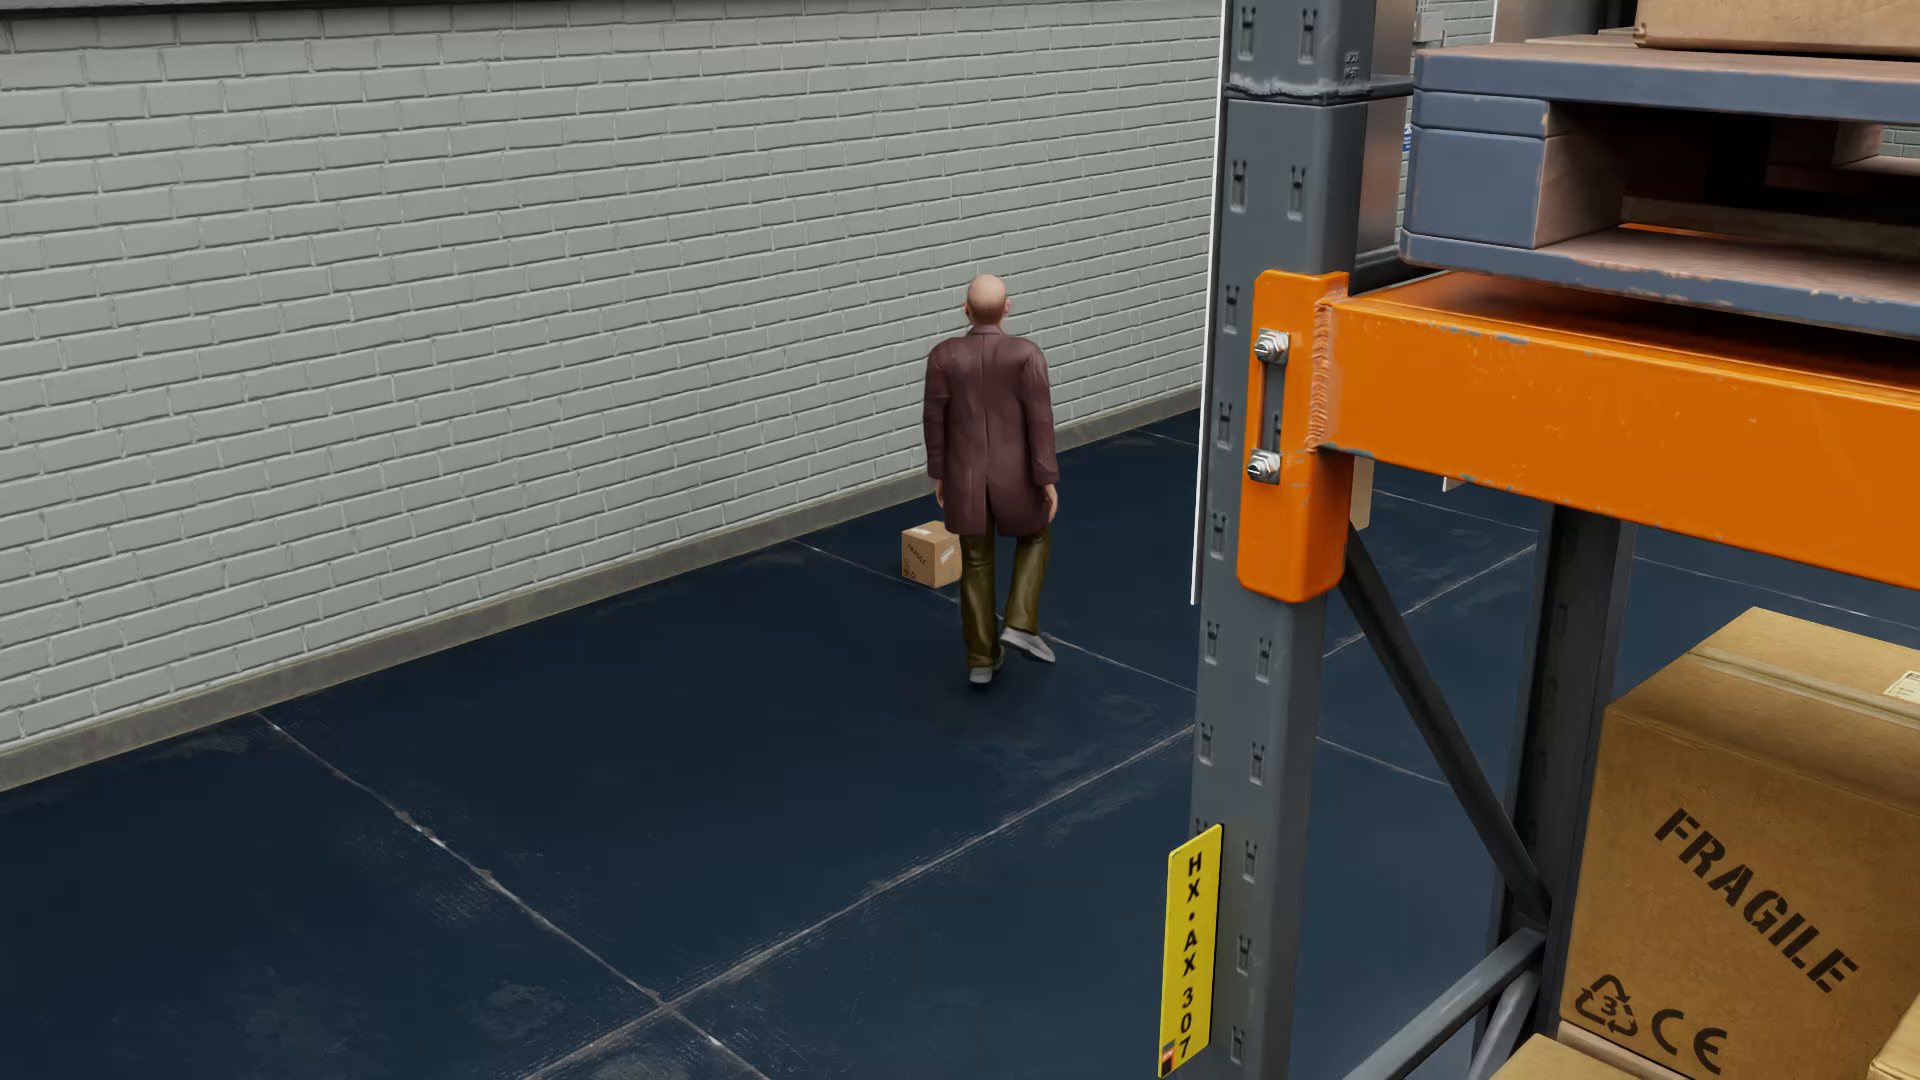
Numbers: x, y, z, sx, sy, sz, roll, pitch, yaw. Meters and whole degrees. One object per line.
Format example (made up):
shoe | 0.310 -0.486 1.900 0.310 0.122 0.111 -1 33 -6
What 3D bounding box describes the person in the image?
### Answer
person | 0.141 -0.265 7.245 0.613 1.776 0.523 3 21 9
